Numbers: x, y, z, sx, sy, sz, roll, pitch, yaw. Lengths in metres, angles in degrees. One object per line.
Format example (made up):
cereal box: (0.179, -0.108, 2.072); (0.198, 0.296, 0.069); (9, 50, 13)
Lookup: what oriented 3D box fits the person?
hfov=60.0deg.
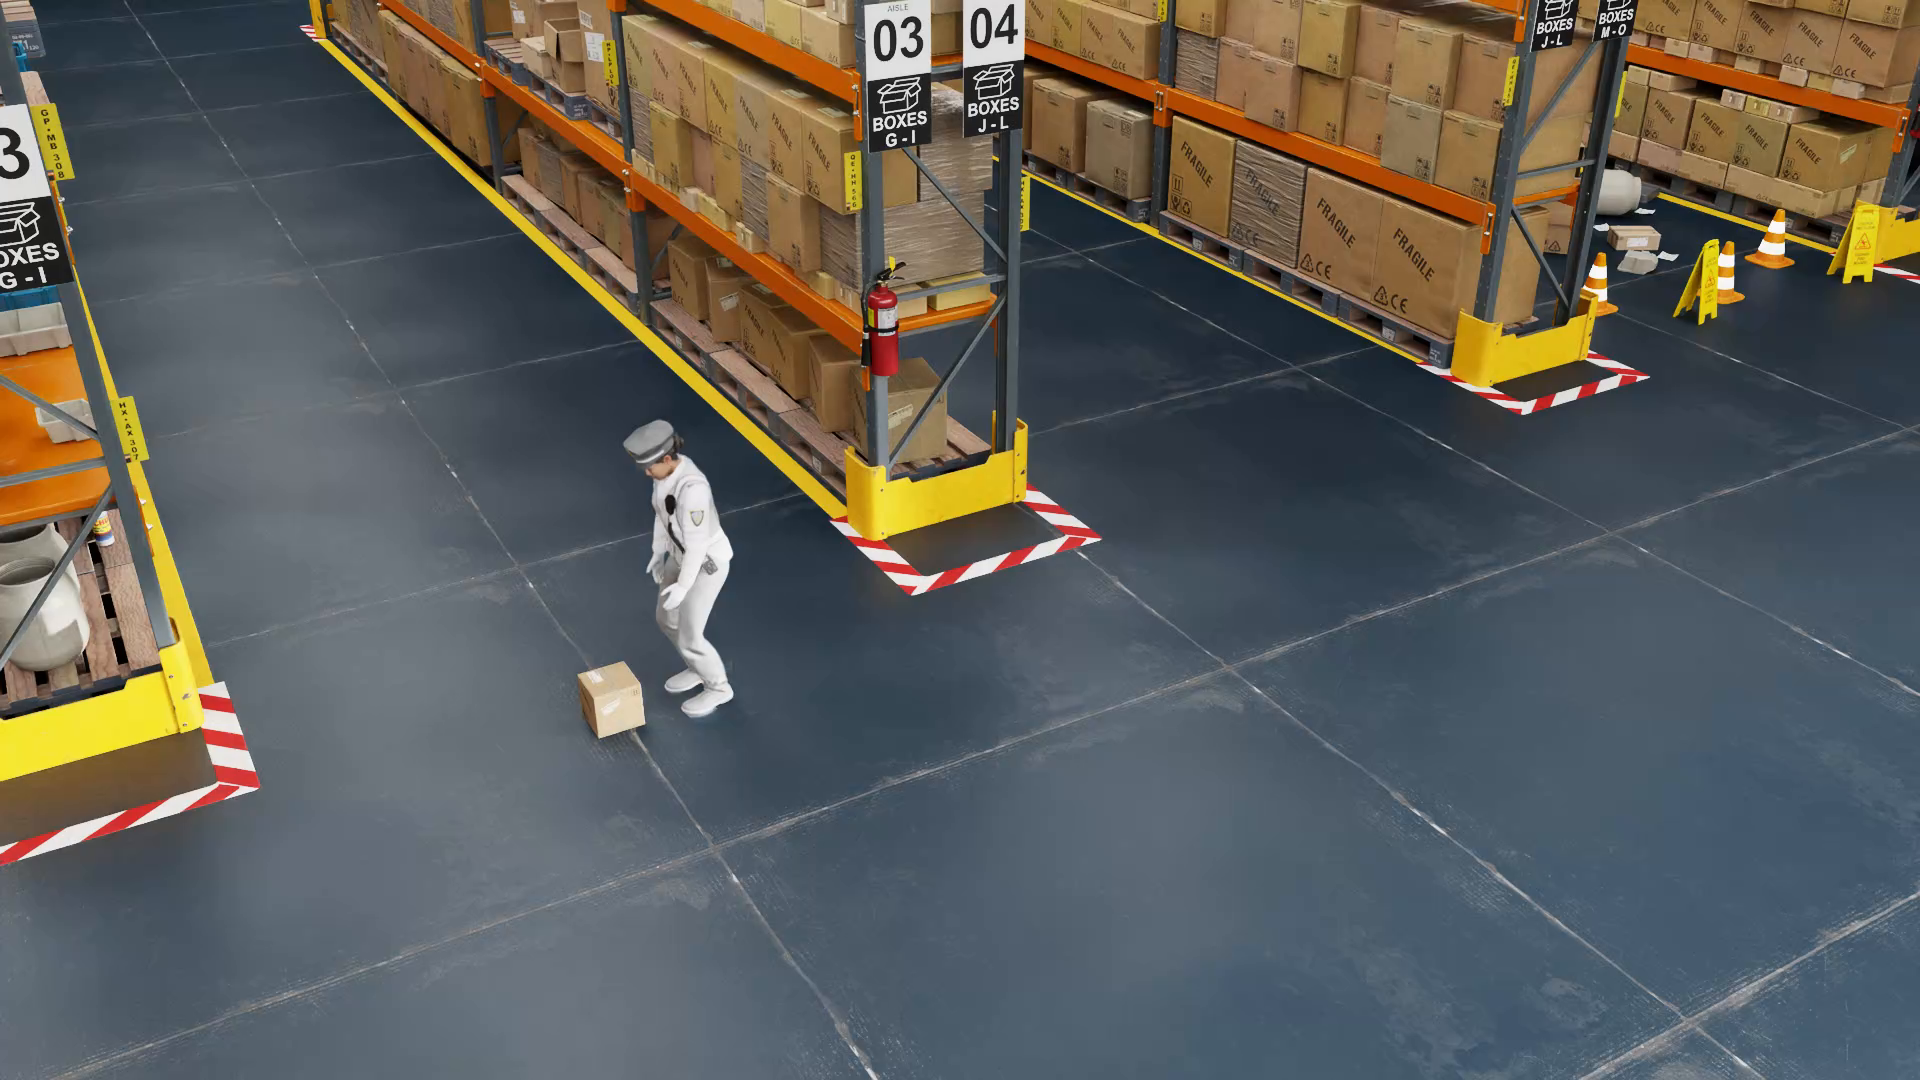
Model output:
person: (-1.387, 0.137, 8.384); (0.485, 1.604, 0.508); (-15, 33, -25)
